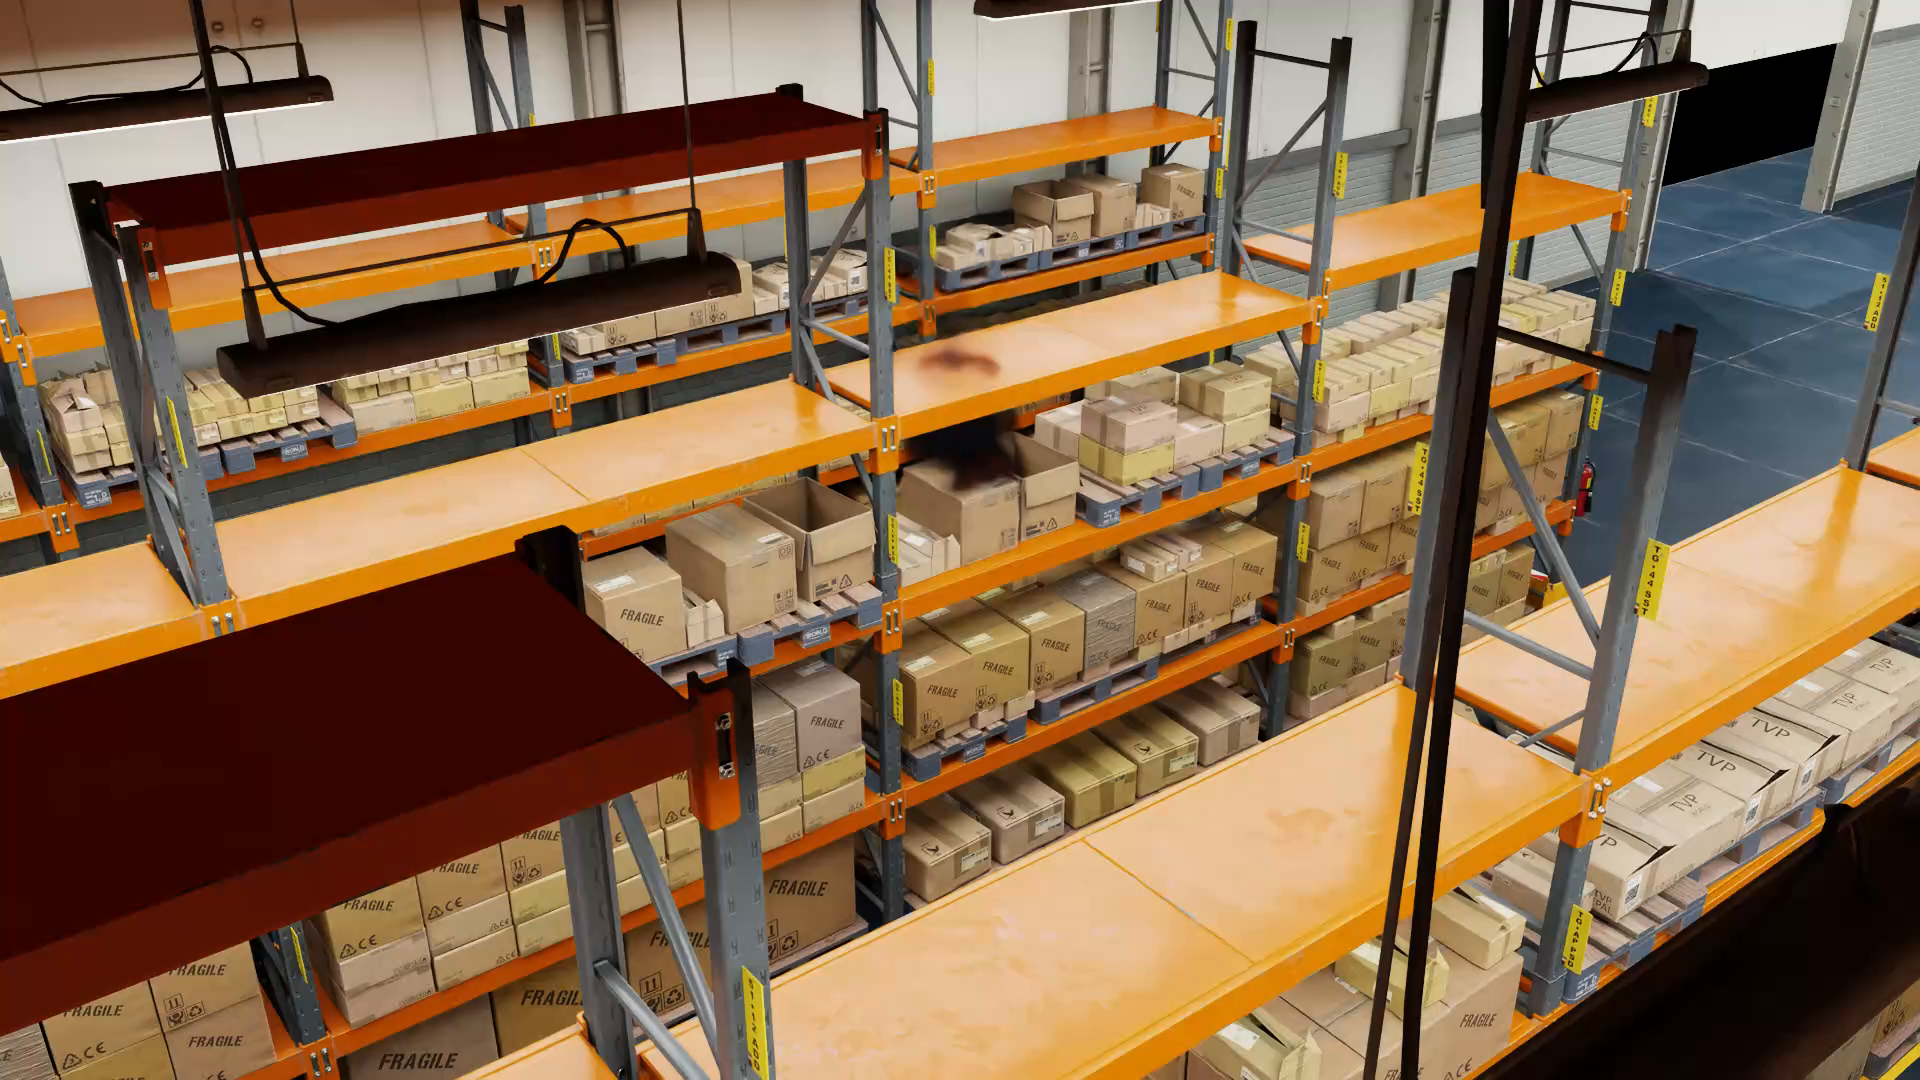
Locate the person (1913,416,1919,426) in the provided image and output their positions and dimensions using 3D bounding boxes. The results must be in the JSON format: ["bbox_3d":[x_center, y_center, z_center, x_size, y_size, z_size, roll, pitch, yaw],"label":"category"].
[{"bbox_3d":[10.952,-1.217,18.575,0.700,1.762,0.957,2,26,4],"label":"person"}]
